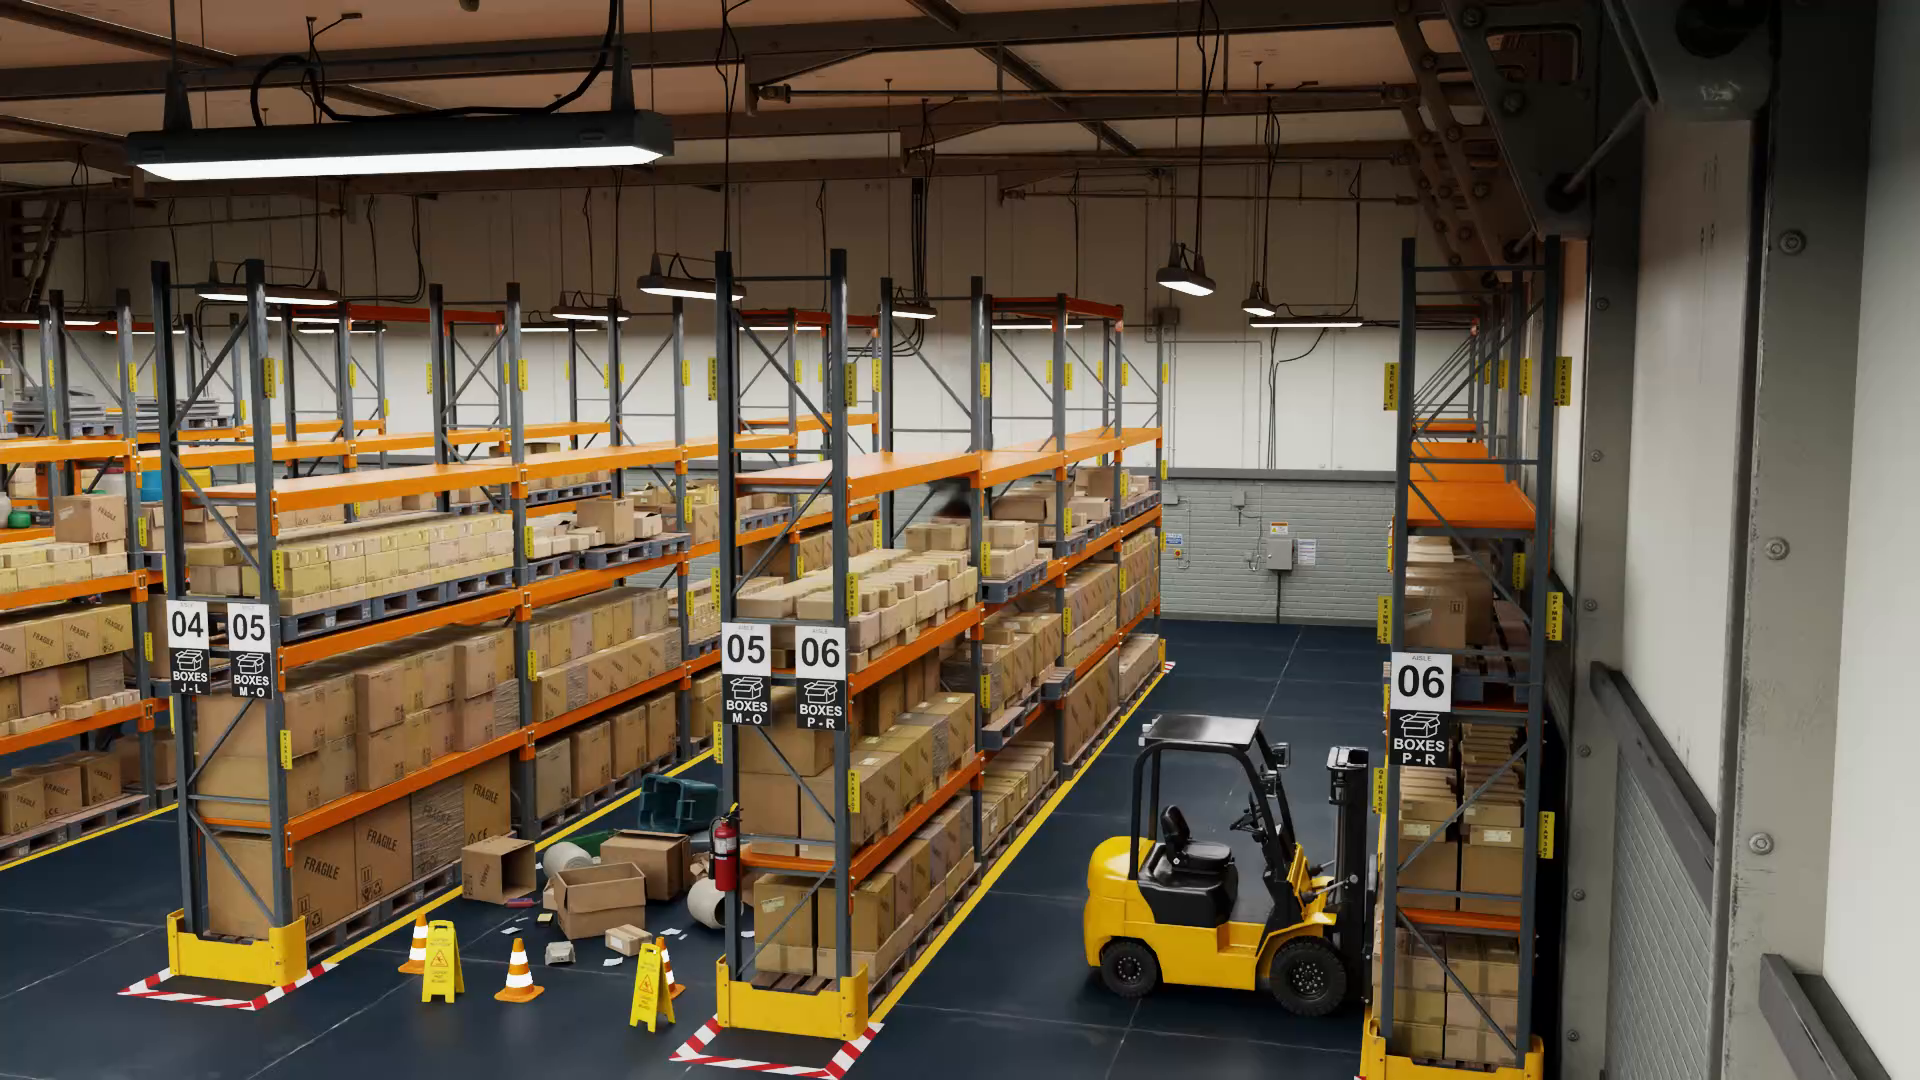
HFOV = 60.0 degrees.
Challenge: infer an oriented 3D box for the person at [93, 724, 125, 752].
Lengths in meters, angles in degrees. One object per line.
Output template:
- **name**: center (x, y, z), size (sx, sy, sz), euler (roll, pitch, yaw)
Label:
- **person**: center (-11.000, 2.047, 21.345), size (0.610, 1.754, 0.889), euler (2, 6, 17)
